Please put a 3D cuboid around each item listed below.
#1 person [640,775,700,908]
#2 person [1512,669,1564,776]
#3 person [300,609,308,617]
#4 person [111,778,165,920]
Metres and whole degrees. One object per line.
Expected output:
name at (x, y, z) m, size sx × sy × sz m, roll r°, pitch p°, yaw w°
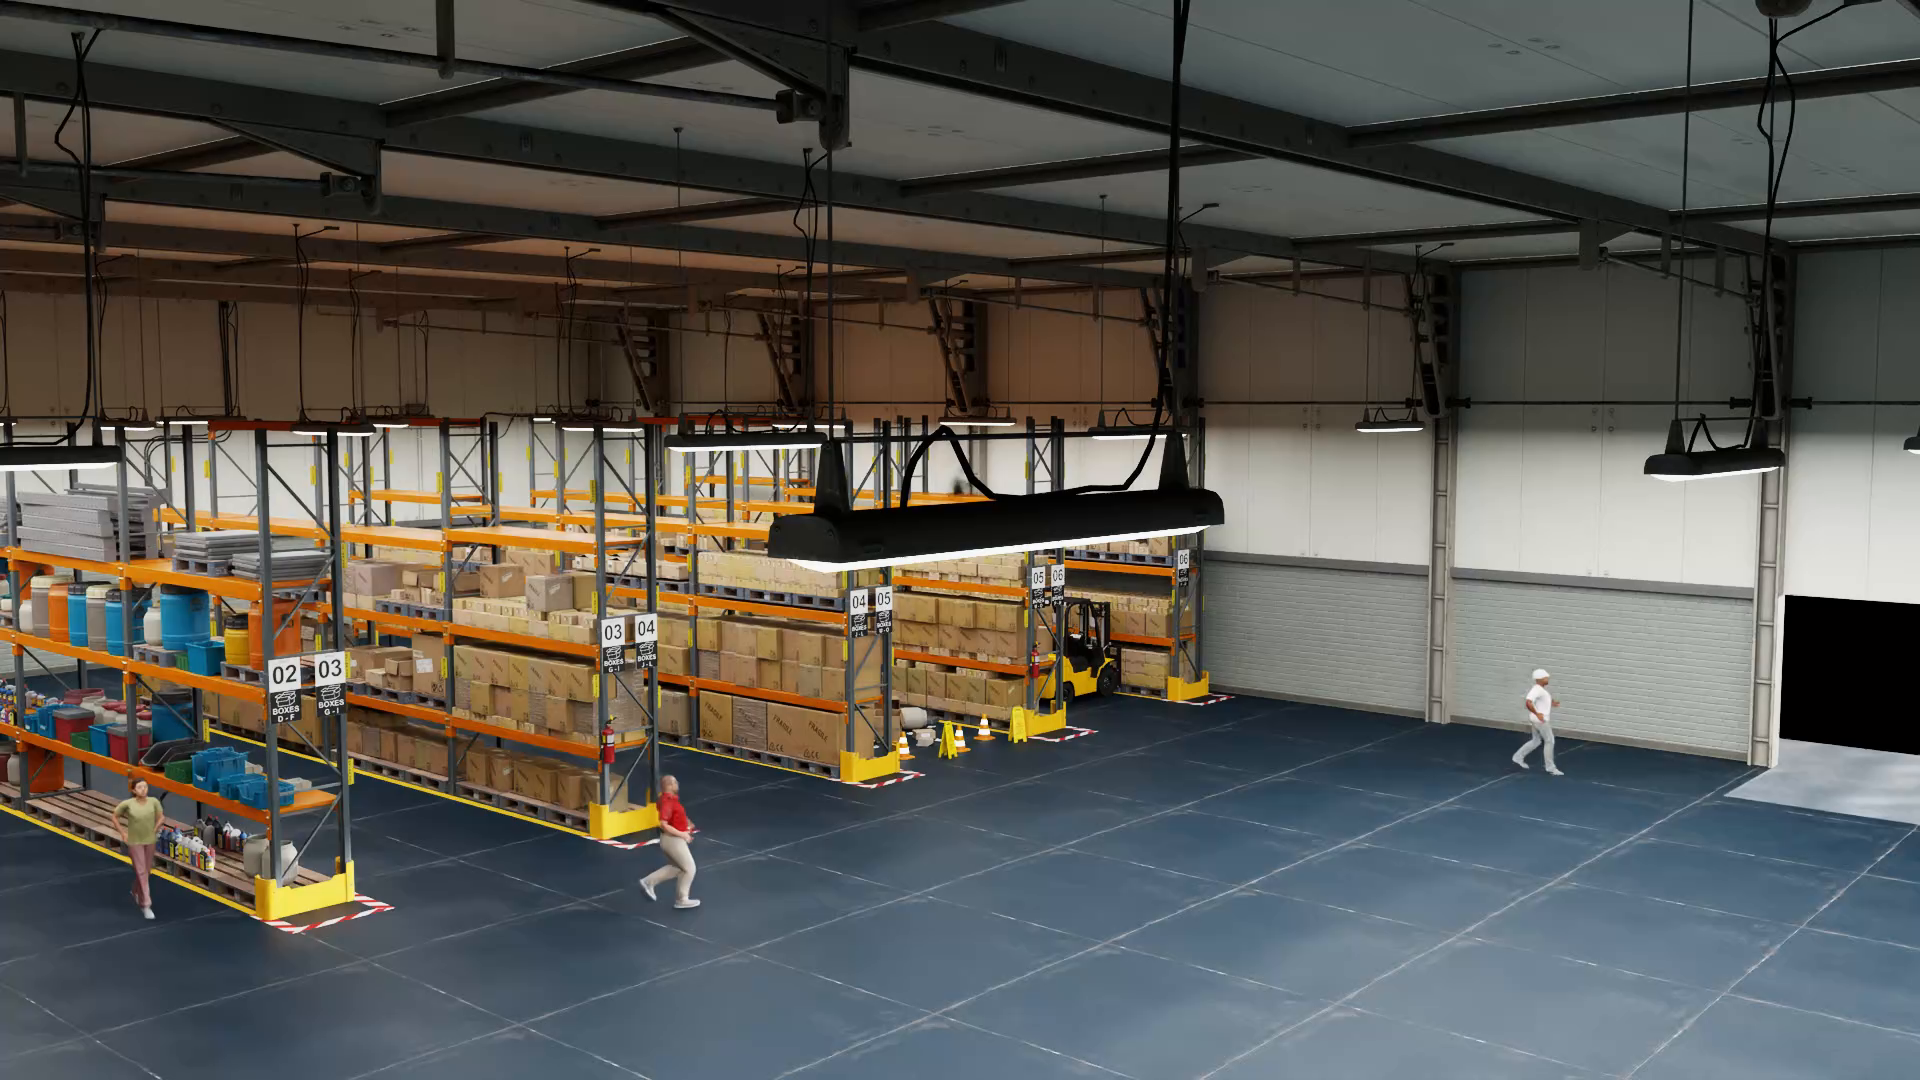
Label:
person at (-3.622, 3.765, 20.751) m, size 0.732 × 1.679 × 0.669 m, roll -1°, pitch 5°, yaw -17°
person at (9.857, 3.086, 28.294) m, size 0.841 × 1.789 × 0.688 m, roll 1°, pitch 5°, yaw 13°
person at (-15.051, 2.353, 37.946) m, size 0.680 × 1.750 × 0.624 m, roll 1°, pitch 5°, yaw 7°
person at (-10.135, 3.785, 20.608) m, size 0.793 × 1.697 × 0.570 m, roll 5°, pitch 7°, yaw 44°
